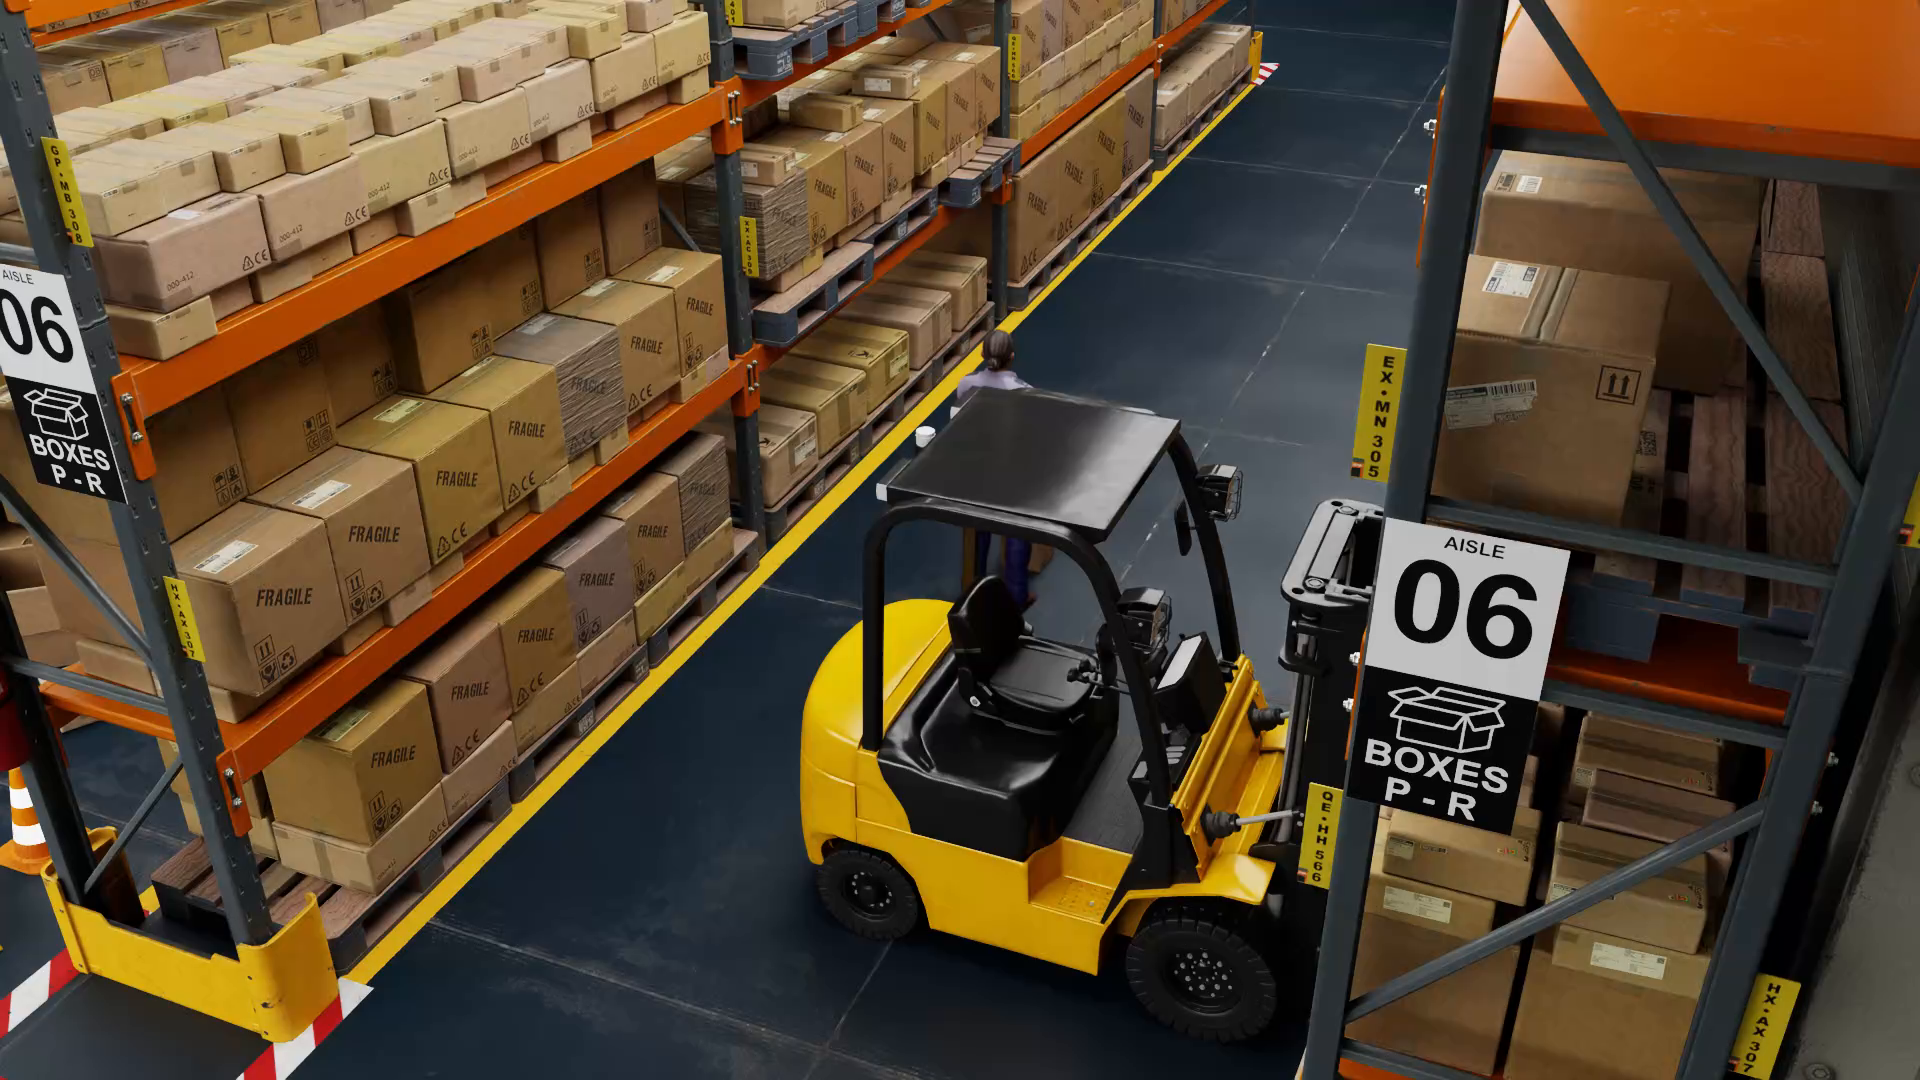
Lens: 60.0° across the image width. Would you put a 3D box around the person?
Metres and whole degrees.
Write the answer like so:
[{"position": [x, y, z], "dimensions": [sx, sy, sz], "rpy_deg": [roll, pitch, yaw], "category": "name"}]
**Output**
[{"position": [0.208, -0.376, 9.089], "dimensions": [0.468, 1.673, 0.343], "rpy_deg": [12, 32, 20], "category": "person"}]
